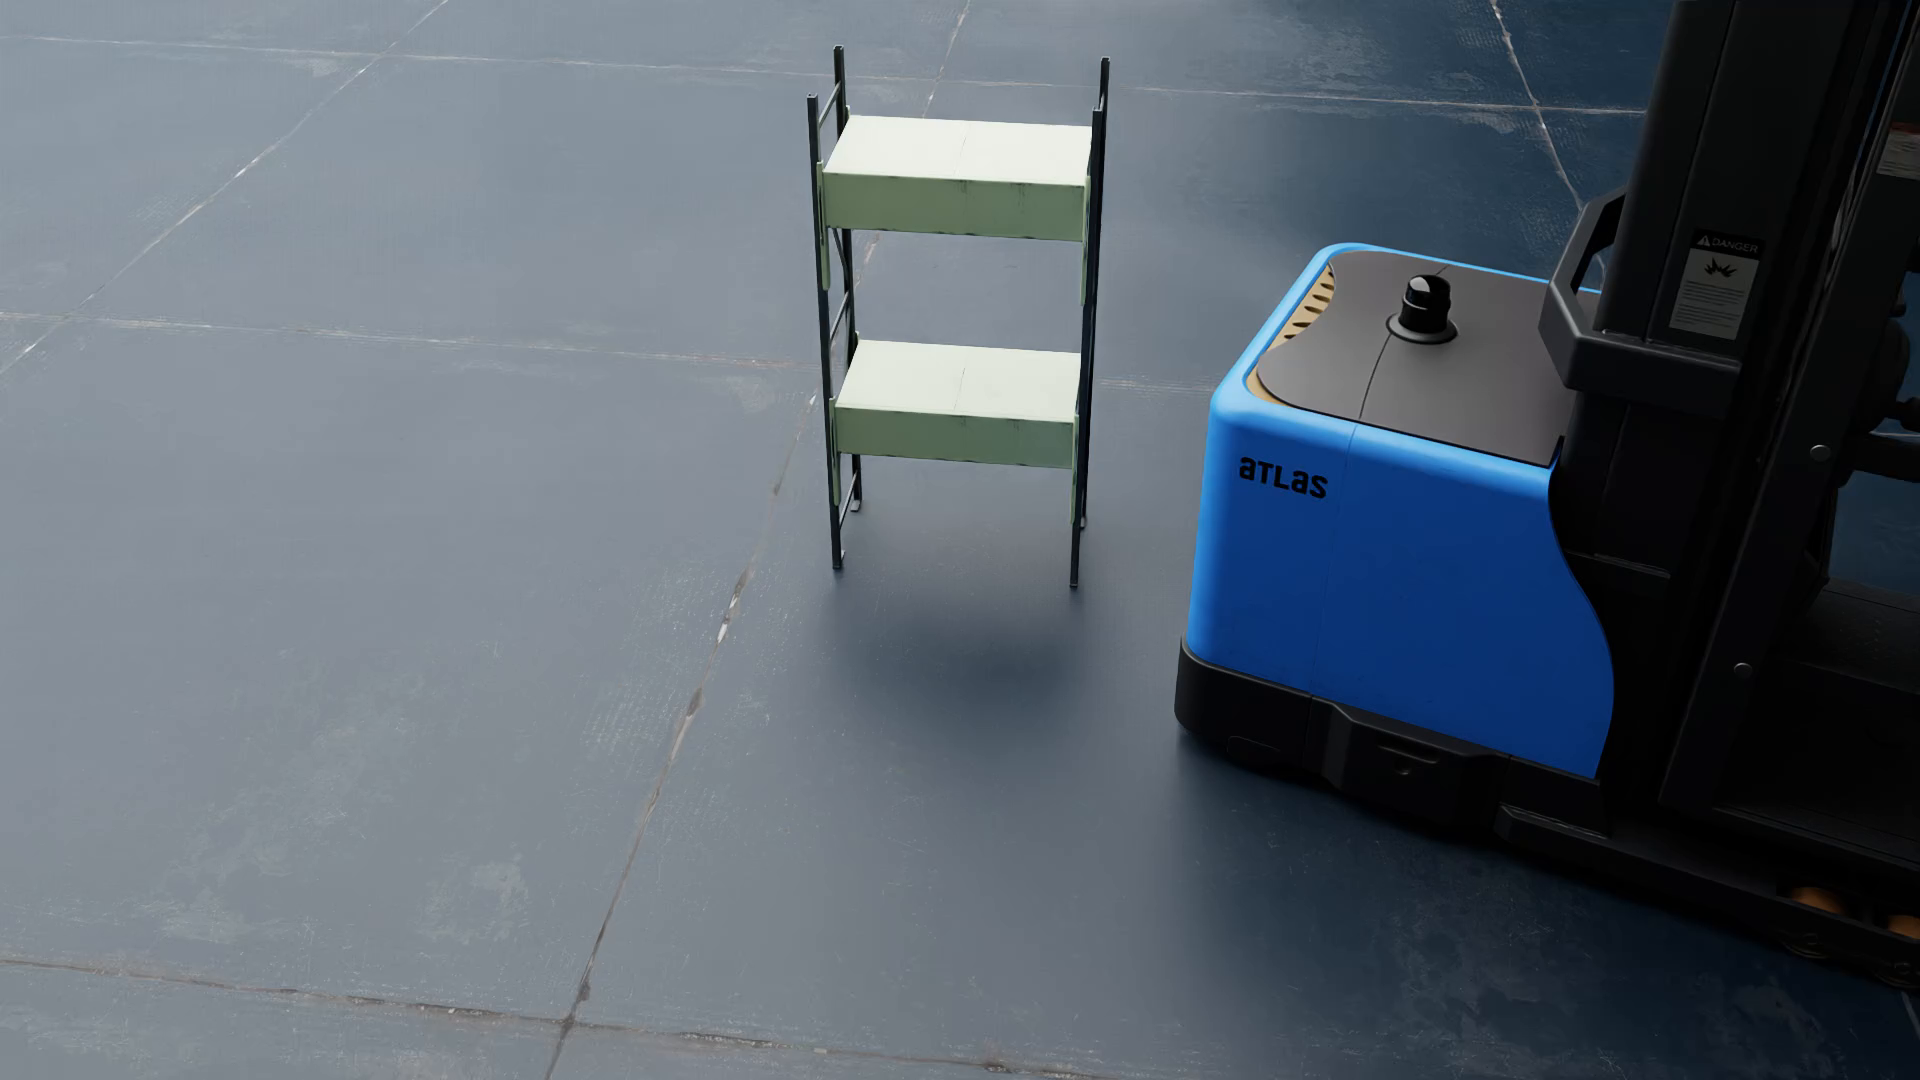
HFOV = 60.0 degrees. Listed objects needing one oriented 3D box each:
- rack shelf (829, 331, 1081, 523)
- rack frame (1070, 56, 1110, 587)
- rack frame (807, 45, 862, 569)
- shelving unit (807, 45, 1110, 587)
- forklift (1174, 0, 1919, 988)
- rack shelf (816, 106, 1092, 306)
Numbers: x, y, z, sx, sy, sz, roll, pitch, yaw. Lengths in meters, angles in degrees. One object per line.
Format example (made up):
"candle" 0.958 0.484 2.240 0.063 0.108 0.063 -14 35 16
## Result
"rack shelf" 0.007 -0.345 5.003 0.720 0.370 0.431 4 36 6
"rack frame" 0.370 -0.583 4.776 0.023 1.500 0.400 4 36 6
"rack frame" -0.356 -0.637 4.852 0.023 1.500 0.400 4 36 6
"shelving unit" 0.007 -0.610 4.814 0.755 1.500 0.431 4 36 6
"forklift" 2.130 -0.522 3.459 3.031 2.935 1.130 16 39 21
"rack shelf" 0.007 -0.928 4.587 0.720 0.370 0.431 4 36 6
